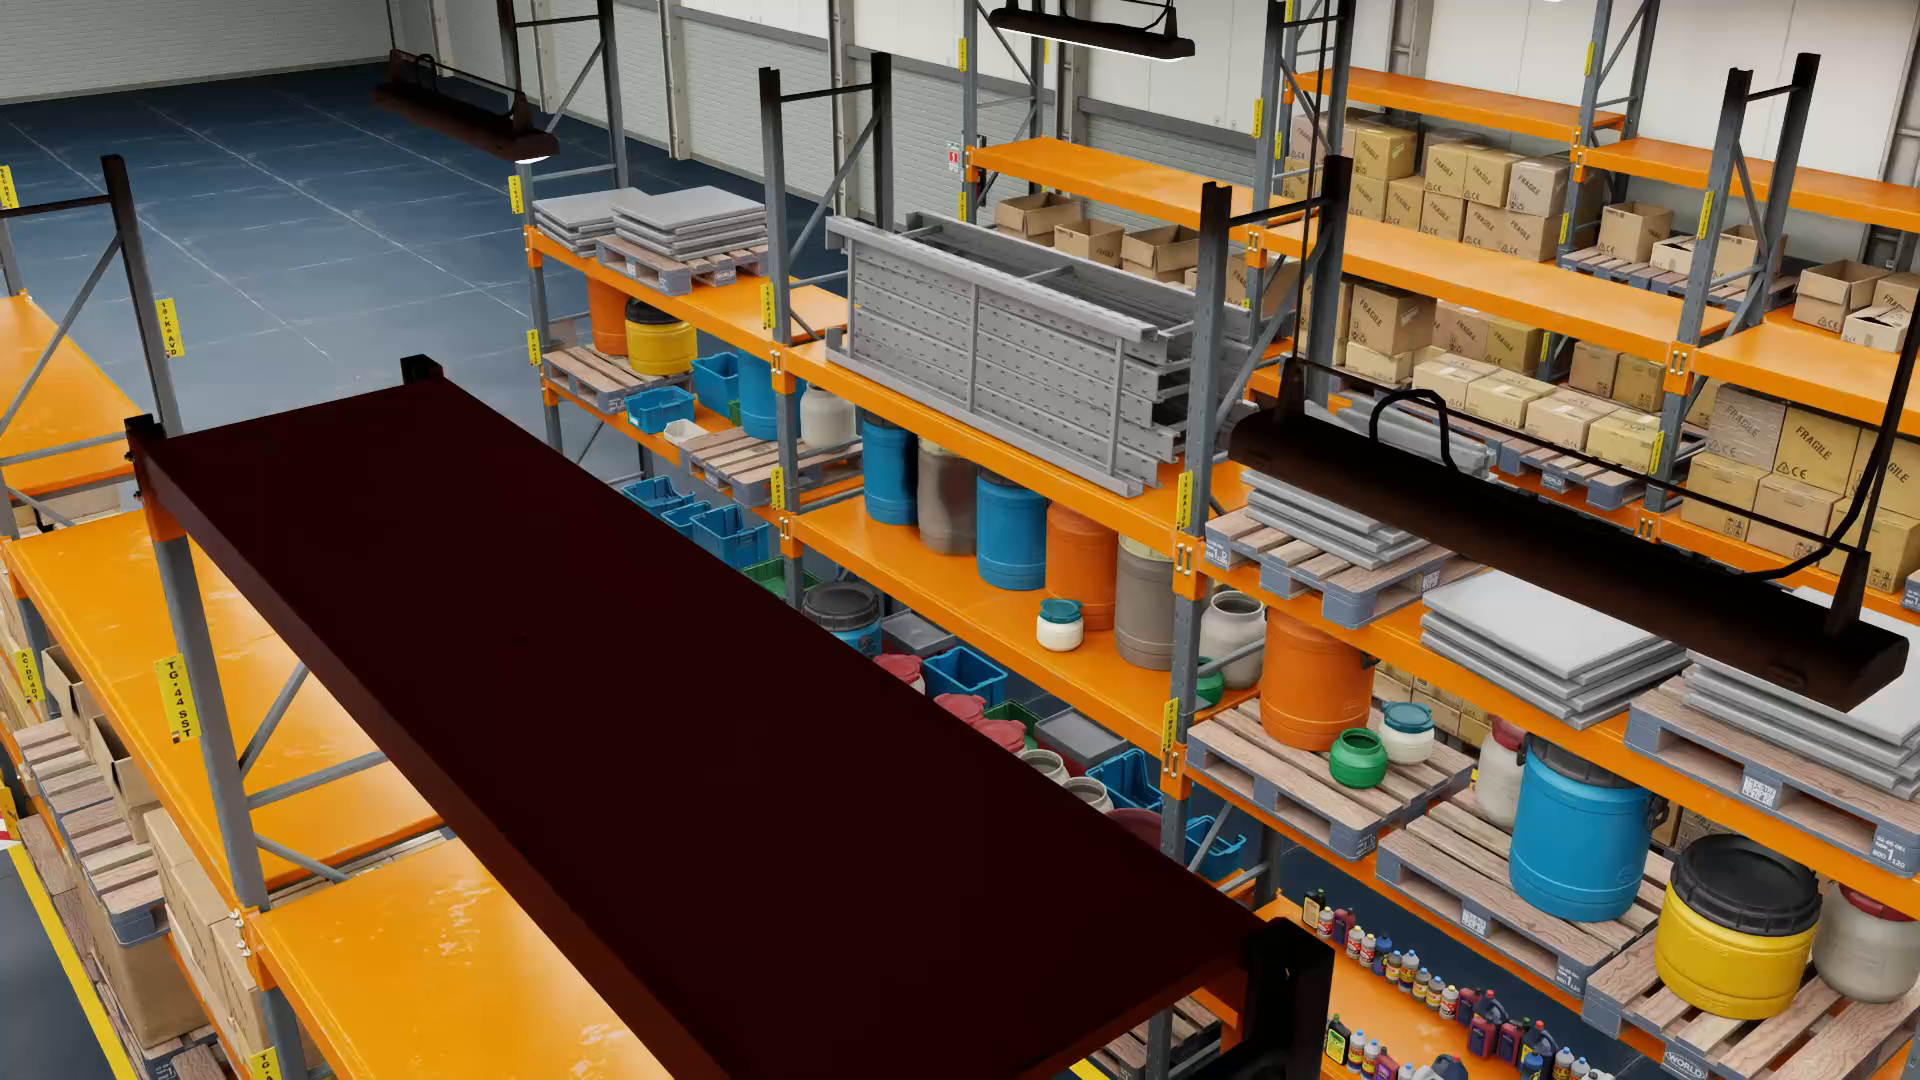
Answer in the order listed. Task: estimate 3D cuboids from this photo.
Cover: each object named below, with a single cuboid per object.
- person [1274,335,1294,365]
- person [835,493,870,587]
[{"bbox_3d":[3.927,-1.680,19.830,0.617,1.668,0.501,-7,27,-15],"label":"person"},{"bbox_3d":[-1.102,-0.246,16.962,0.368,1.632,0.544,-18,31,-32],"label":"person"}]
